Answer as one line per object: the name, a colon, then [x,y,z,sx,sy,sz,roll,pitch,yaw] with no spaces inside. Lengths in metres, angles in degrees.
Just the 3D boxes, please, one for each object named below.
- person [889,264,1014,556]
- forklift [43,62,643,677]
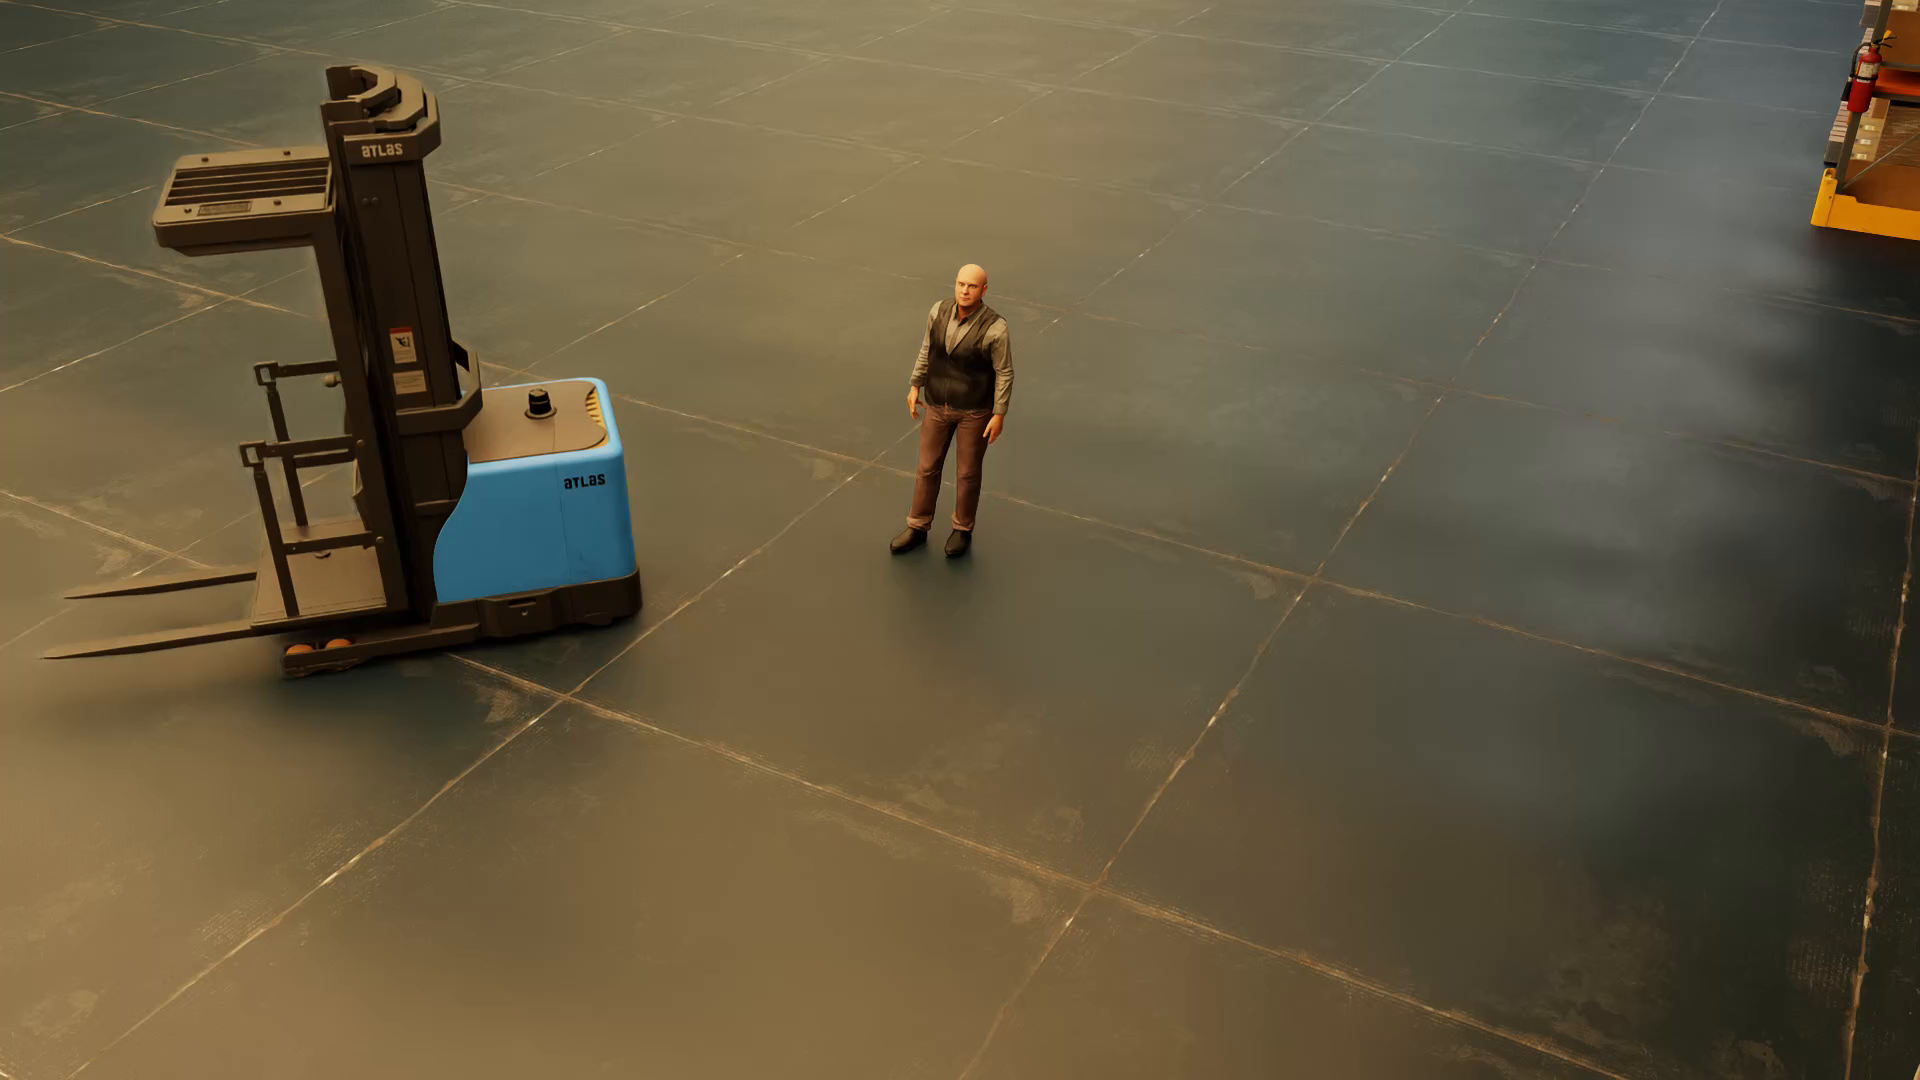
person: [-0.037,-0.727,9.526,0.632,1.720,0.568,15,33,25]
forklift: [-3.337,-0.845,8.534,3.031,2.935,1.130,-8,31,-14]
